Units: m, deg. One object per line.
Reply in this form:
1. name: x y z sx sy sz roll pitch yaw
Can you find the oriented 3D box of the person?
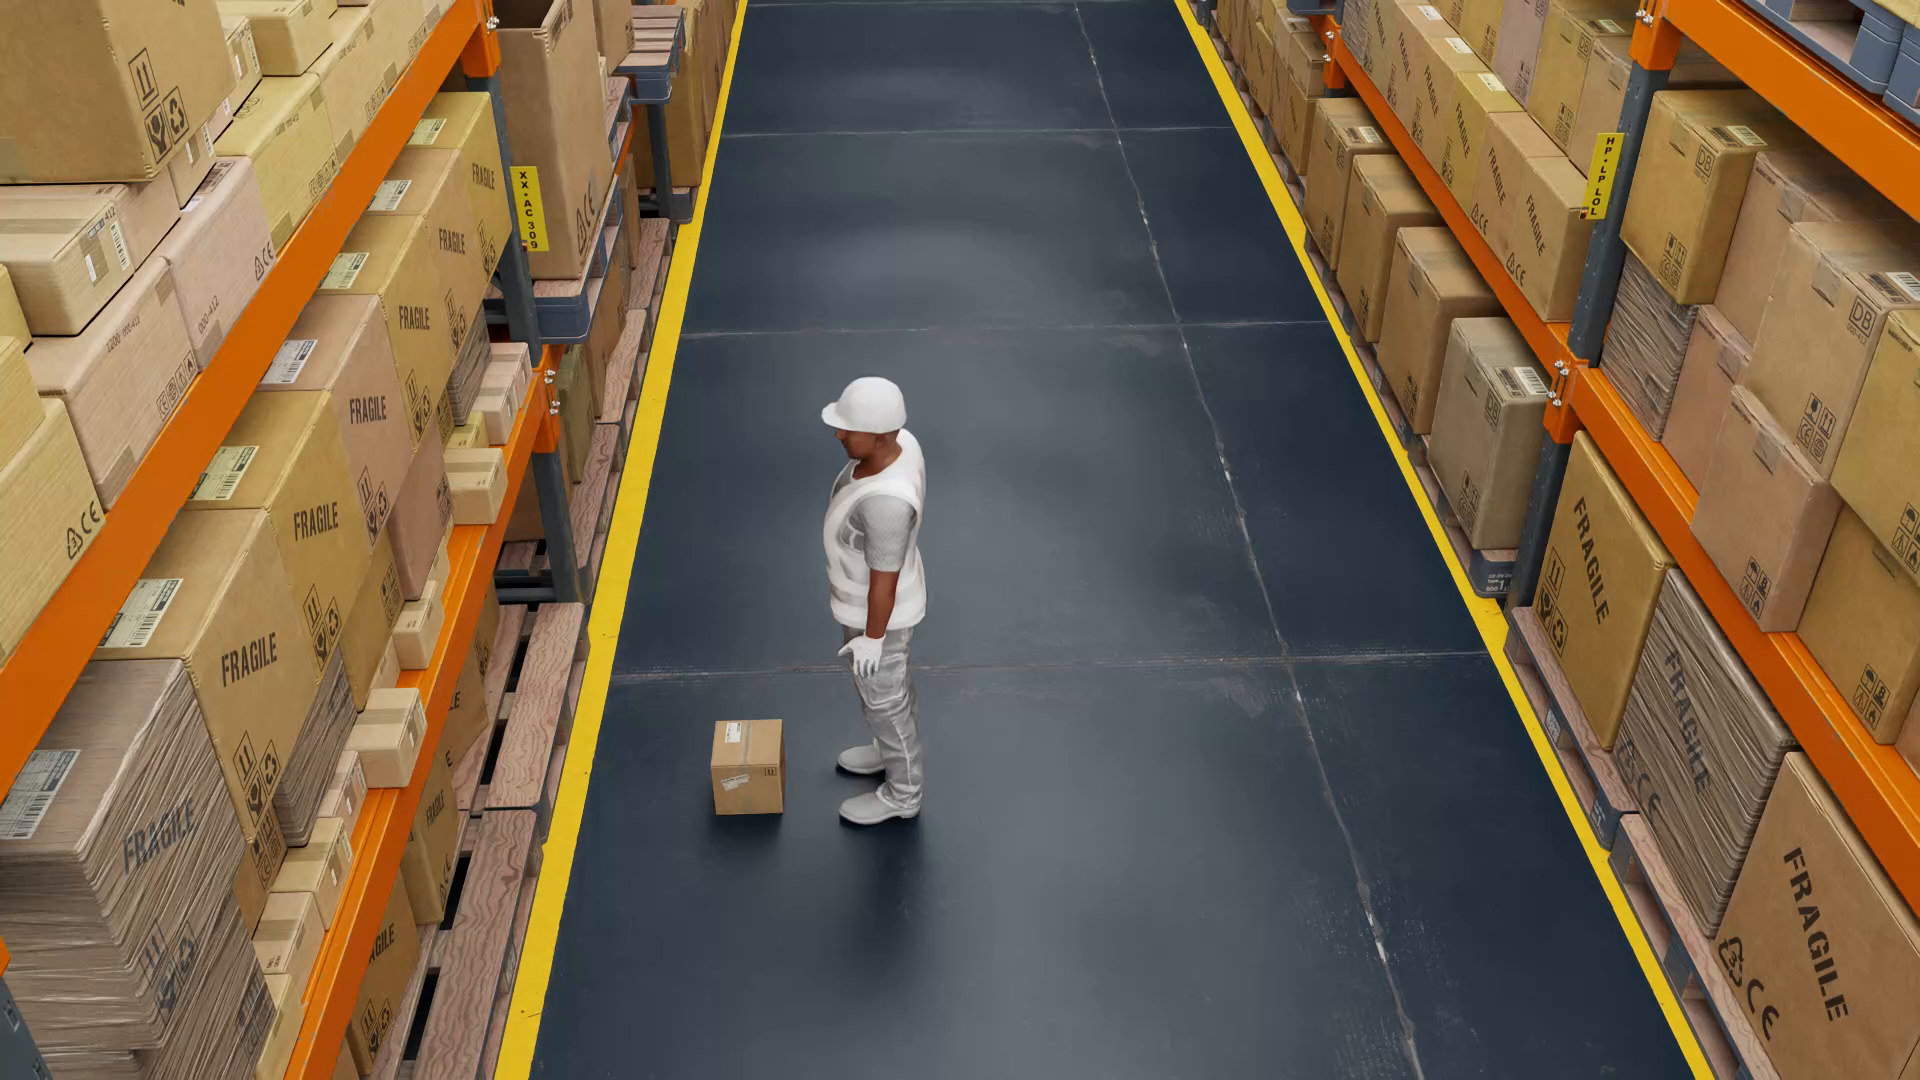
1. person: -0.293 0.220 5.810 0.356 1.784 0.545 0 35 -1
